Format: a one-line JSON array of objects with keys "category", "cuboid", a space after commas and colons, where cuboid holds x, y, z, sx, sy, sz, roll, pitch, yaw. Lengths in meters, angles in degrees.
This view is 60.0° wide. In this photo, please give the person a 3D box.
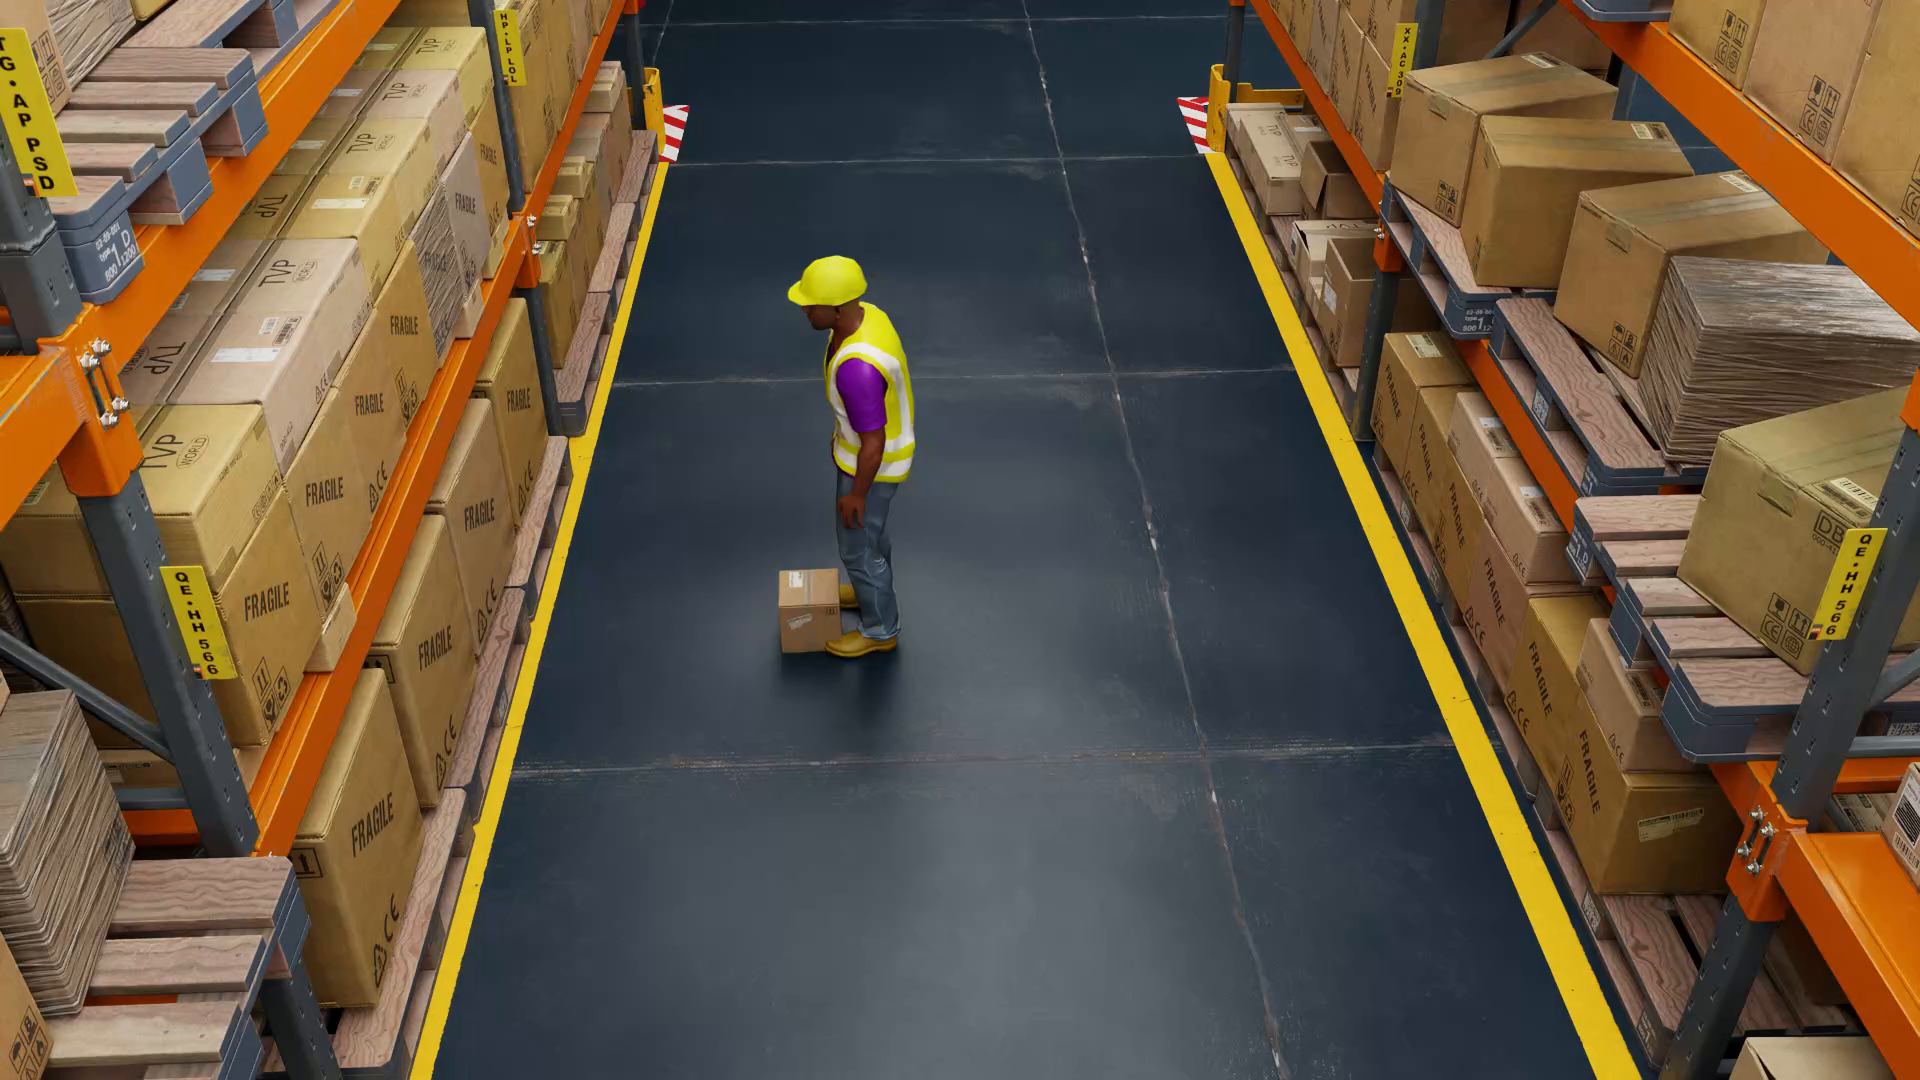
[{"category": "person", "cuboid": [-0.409, -0.328, 6.597, 0.458, 1.761, 0.638, -3, 35, -4]}]
